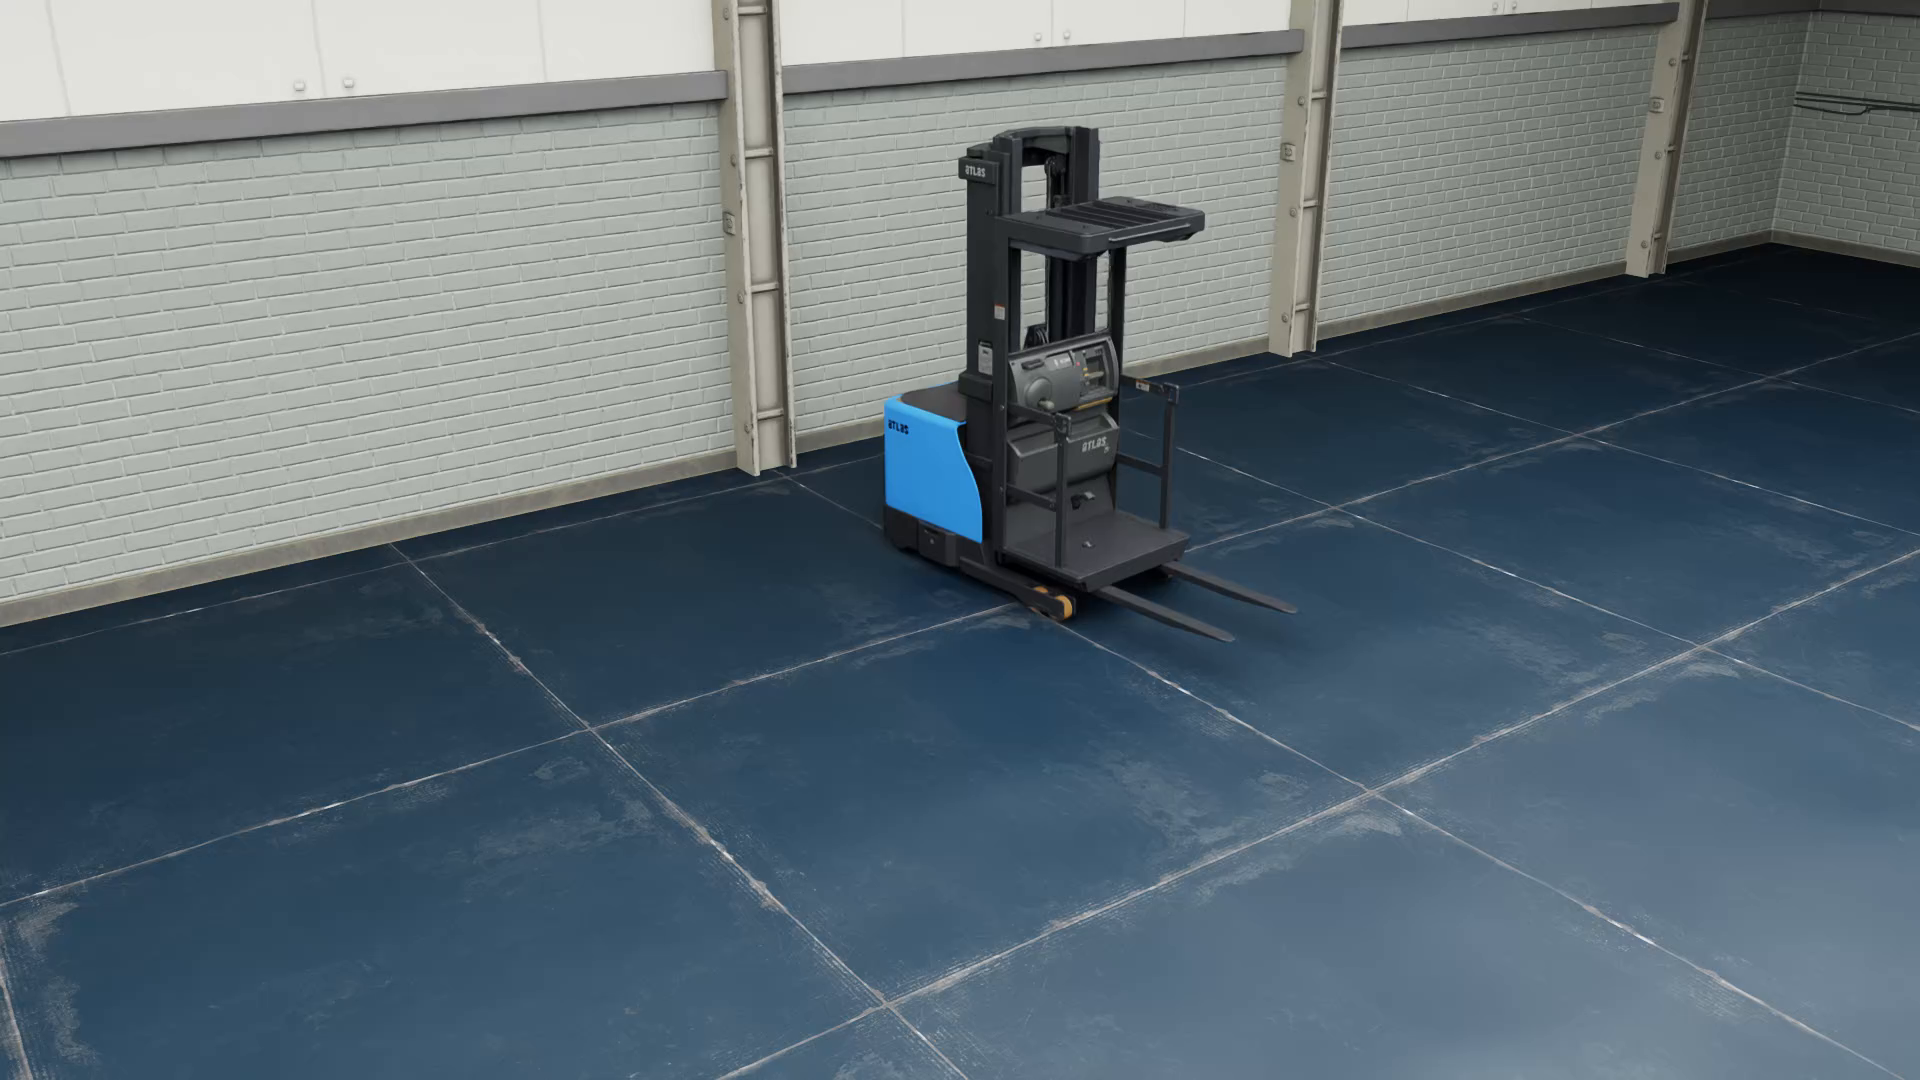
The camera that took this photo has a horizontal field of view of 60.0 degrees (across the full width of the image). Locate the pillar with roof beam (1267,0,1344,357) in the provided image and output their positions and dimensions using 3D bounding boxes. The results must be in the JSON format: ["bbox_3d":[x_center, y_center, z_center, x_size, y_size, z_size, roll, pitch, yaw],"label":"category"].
[{"bbox_3d":[5.826,-4.777,11.726,0.400,9.000,9.100,-15,26,-33],"label":"pillar with roof beam"}]

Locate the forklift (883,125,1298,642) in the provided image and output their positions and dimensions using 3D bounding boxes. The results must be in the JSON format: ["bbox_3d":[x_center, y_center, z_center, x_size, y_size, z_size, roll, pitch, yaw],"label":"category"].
[{"bbox_3d":[0.819,-1.055,10.585,1.130,2.935,3.031,-19,28,-39],"label":"forklift"}]

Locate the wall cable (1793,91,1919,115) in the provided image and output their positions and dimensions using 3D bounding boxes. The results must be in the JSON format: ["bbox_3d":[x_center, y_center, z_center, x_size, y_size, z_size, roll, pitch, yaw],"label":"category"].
[{"bbox_3d":[11.346,-6.168,19.403,0.112,2.526,3.097,-15,26,-33],"label":"wall cable"}]

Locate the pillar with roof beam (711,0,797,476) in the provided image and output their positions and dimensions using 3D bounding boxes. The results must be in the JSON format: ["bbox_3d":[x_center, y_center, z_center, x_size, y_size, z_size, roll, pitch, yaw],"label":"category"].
[{"bbox_3d":[0.955,-3.478,8.471,0.400,9.000,9.100,-15,26,-33],"label":"pillar with roof beam"}]

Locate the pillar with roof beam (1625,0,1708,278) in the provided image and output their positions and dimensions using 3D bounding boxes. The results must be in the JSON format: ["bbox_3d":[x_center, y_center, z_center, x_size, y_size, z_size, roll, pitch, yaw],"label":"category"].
[{"bbox_3d":[10.696,-6.076,14.980,0.400,9.000,9.100,-15,26,-33],"label":"pillar with roof beam"}]
